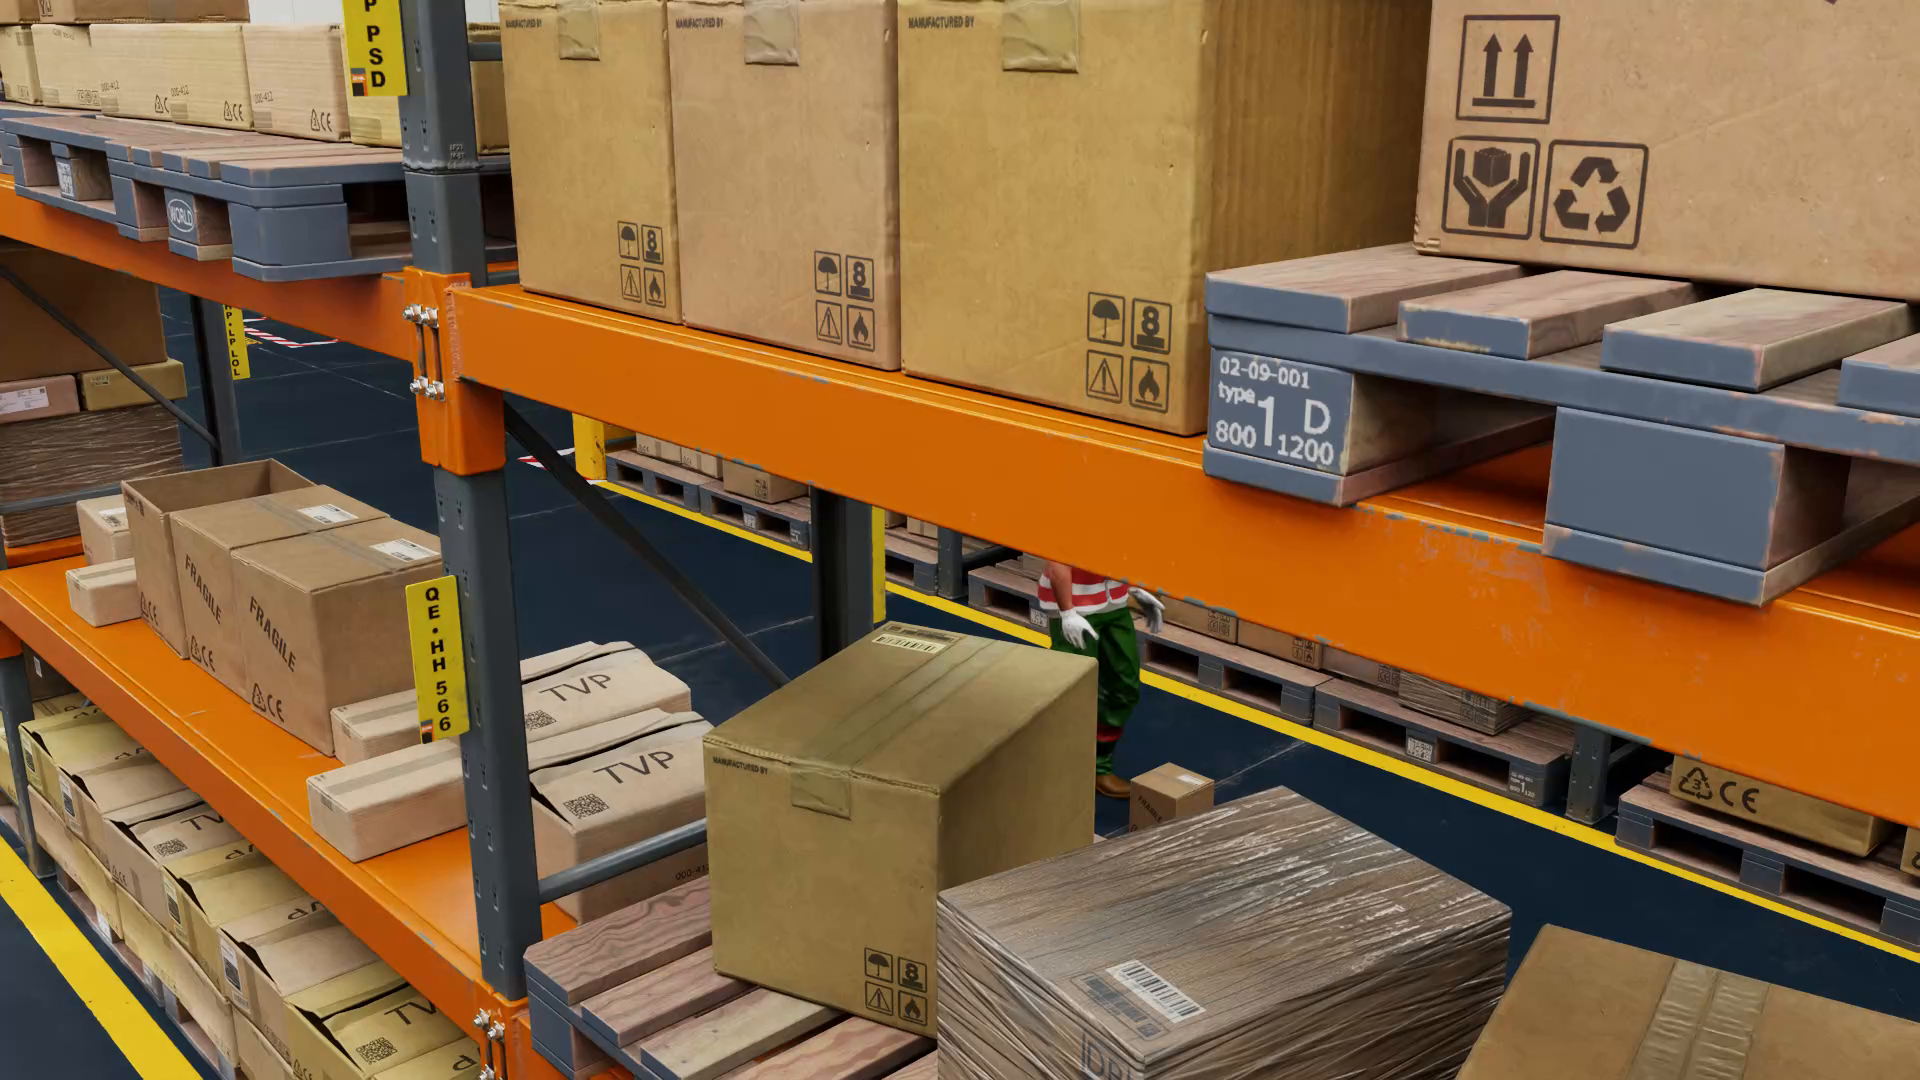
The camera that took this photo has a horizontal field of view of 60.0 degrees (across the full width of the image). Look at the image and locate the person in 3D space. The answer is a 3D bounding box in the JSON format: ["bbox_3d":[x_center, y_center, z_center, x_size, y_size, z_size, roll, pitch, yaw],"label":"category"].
[{"bbox_3d":[0.591,0.305,7.096,0.541,1.743,0.443,-15,23,-40],"label":"person"}]
